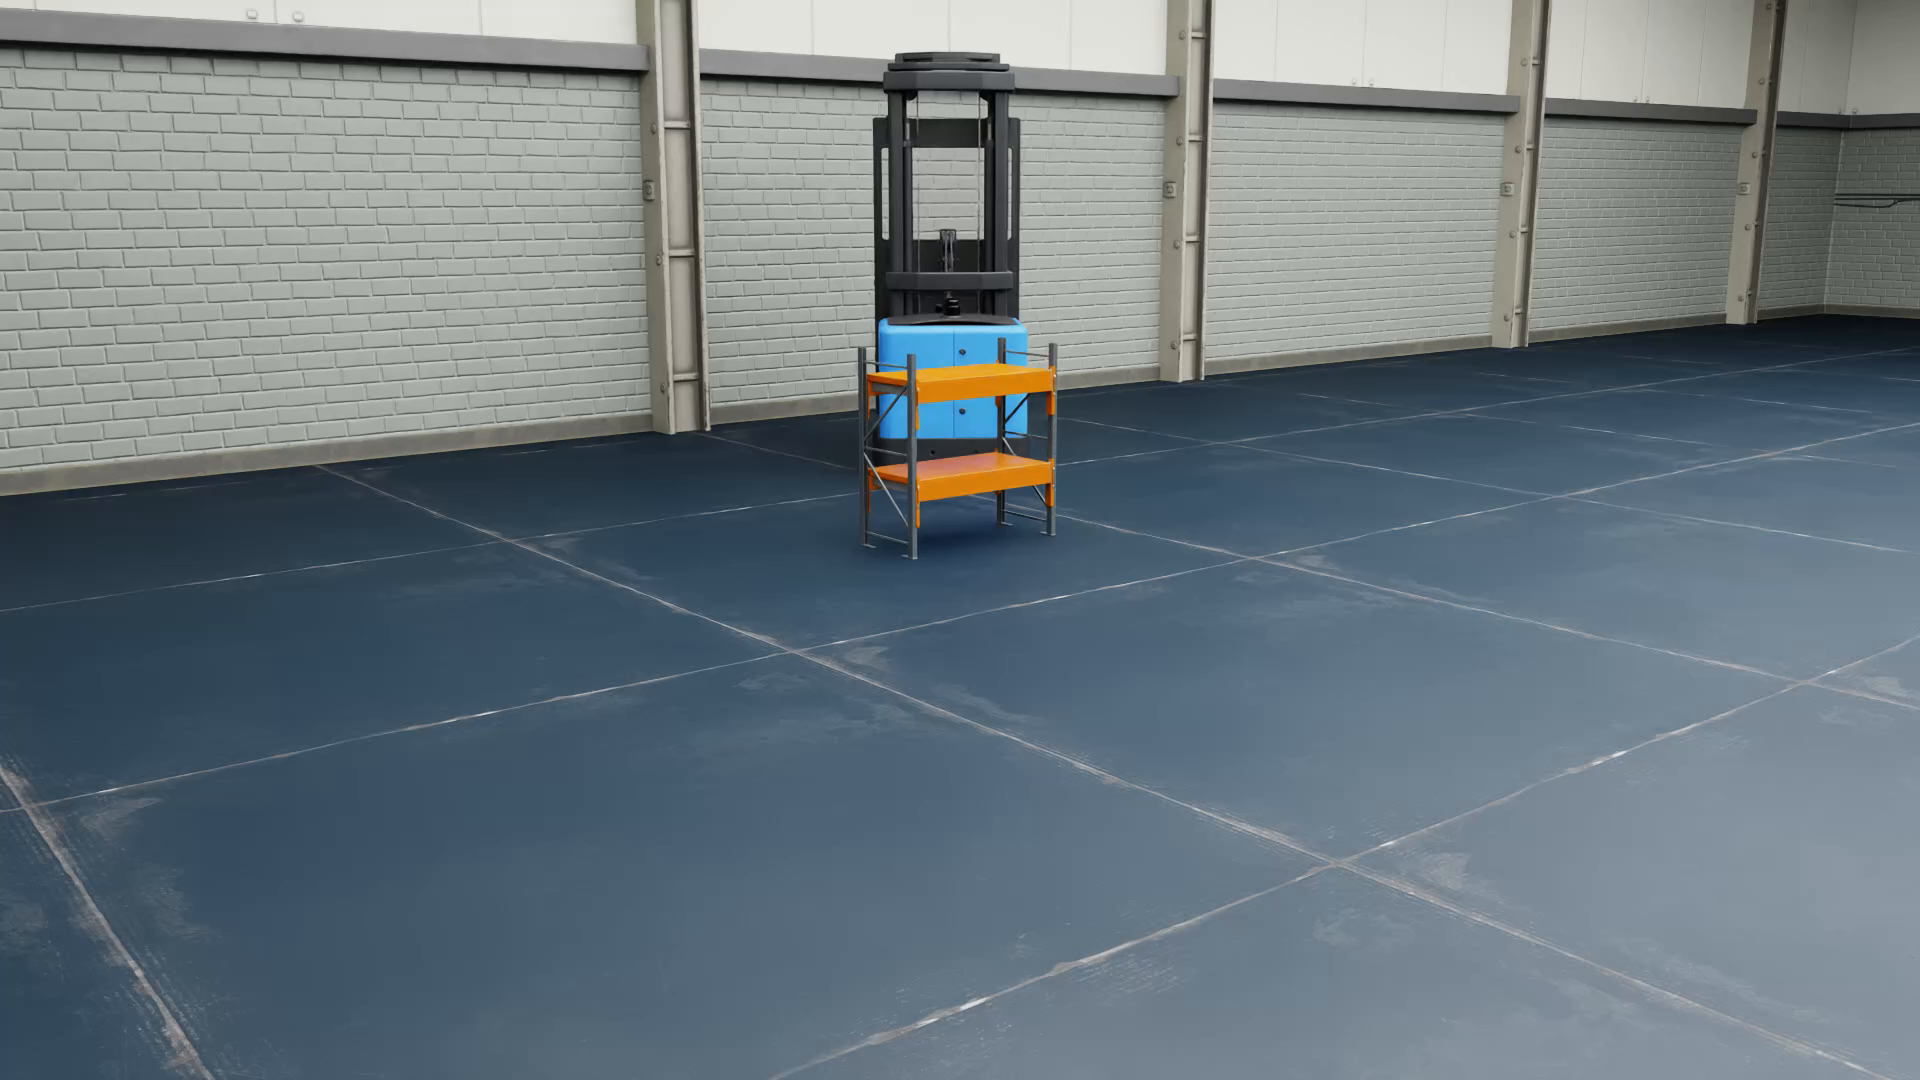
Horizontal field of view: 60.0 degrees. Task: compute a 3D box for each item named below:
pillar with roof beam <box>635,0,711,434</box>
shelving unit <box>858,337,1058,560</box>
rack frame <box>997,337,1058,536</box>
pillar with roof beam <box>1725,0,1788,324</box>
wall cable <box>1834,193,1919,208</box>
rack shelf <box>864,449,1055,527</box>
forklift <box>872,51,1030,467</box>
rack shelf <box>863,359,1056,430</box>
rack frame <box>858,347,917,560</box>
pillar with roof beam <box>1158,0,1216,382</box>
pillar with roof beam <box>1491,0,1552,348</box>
[{"bbox_3d":[0.349,-4.626,9.747,0.400,9.000,9.100,-9,15,-38],"label":"pillar with roof beam"},{"bbox_3d":[-0.005,-0.549,9.508,1.048,1.125,0.538,-9,15,-38],"label":"shelving unit"},{"bbox_3d":[0.392,-0.615,9.818,0.032,1.125,0.500,-9,15,-38],"label":"rack frame"},{"bbox_3d":[14.405,-6.961,20.747,0.400,9.000,9.100,-9,15,-38],"label":"pillar with roof beam"},{"bbox_3d":[14.842,-6.308,25.148,0.112,2.526,3.097,-9,15,-38],"label":"wall cable"},{"bbox_3d":[-0.005,-0.310,9.559,1.000,0.278,0.538,-9,15,-38],"label":"rack shelf"},{"bbox_3d":[-0.110,-2.141,12.654,1.130,2.935,3.031,-1,12,-3],"label":"forklift"},{"bbox_3d":[-0.005,-0.836,9.447,1.000,0.278,0.538,-9,15,-38],"label":"rack shelf"},{"bbox_3d":[-0.402,-0.483,9.197,0.032,1.125,0.500,-9,15,-38],"label":"rack frame"},{"bbox_3d":[5.034,-5.404,13.414,0.400,9.000,9.100,-9,15,-38],"label":"pillar with roof beam"},{"bbox_3d":[9.719,-6.183,17.080,0.400,9.000,9.100,-9,15,-38],"label":"pillar with roof beam"}]
